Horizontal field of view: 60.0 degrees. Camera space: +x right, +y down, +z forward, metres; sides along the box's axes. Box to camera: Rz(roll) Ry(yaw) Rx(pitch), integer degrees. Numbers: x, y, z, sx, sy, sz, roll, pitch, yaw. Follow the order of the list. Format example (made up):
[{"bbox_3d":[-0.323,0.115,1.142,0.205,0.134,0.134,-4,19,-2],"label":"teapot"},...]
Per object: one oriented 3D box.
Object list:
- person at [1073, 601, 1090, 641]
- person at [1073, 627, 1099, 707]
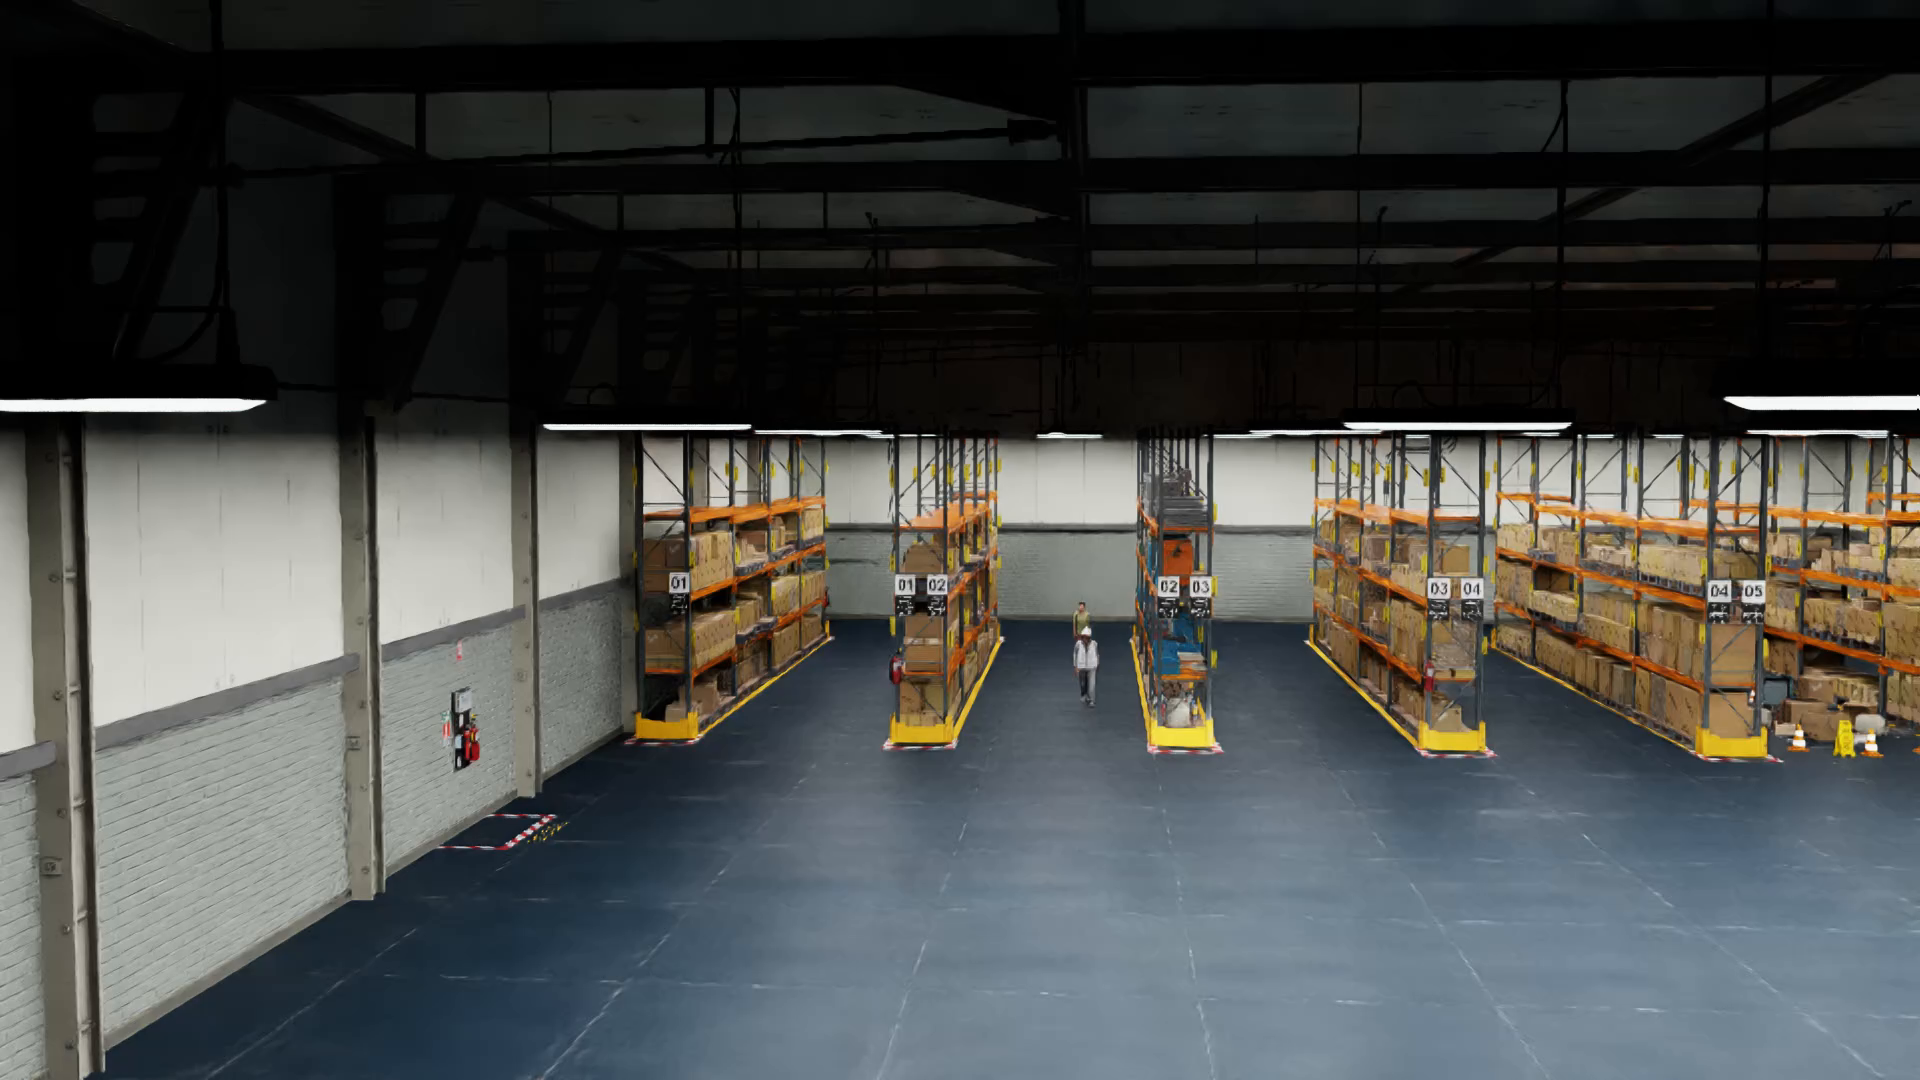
[{"bbox_3d":[3.117,2.348,42.675,0.448,1.588,1.110,0,3,7],"label":"person"},{"bbox_3d":[2.713,2.711,35.804,0.543,1.700,1.115,0,3,7],"label":"person"}]
